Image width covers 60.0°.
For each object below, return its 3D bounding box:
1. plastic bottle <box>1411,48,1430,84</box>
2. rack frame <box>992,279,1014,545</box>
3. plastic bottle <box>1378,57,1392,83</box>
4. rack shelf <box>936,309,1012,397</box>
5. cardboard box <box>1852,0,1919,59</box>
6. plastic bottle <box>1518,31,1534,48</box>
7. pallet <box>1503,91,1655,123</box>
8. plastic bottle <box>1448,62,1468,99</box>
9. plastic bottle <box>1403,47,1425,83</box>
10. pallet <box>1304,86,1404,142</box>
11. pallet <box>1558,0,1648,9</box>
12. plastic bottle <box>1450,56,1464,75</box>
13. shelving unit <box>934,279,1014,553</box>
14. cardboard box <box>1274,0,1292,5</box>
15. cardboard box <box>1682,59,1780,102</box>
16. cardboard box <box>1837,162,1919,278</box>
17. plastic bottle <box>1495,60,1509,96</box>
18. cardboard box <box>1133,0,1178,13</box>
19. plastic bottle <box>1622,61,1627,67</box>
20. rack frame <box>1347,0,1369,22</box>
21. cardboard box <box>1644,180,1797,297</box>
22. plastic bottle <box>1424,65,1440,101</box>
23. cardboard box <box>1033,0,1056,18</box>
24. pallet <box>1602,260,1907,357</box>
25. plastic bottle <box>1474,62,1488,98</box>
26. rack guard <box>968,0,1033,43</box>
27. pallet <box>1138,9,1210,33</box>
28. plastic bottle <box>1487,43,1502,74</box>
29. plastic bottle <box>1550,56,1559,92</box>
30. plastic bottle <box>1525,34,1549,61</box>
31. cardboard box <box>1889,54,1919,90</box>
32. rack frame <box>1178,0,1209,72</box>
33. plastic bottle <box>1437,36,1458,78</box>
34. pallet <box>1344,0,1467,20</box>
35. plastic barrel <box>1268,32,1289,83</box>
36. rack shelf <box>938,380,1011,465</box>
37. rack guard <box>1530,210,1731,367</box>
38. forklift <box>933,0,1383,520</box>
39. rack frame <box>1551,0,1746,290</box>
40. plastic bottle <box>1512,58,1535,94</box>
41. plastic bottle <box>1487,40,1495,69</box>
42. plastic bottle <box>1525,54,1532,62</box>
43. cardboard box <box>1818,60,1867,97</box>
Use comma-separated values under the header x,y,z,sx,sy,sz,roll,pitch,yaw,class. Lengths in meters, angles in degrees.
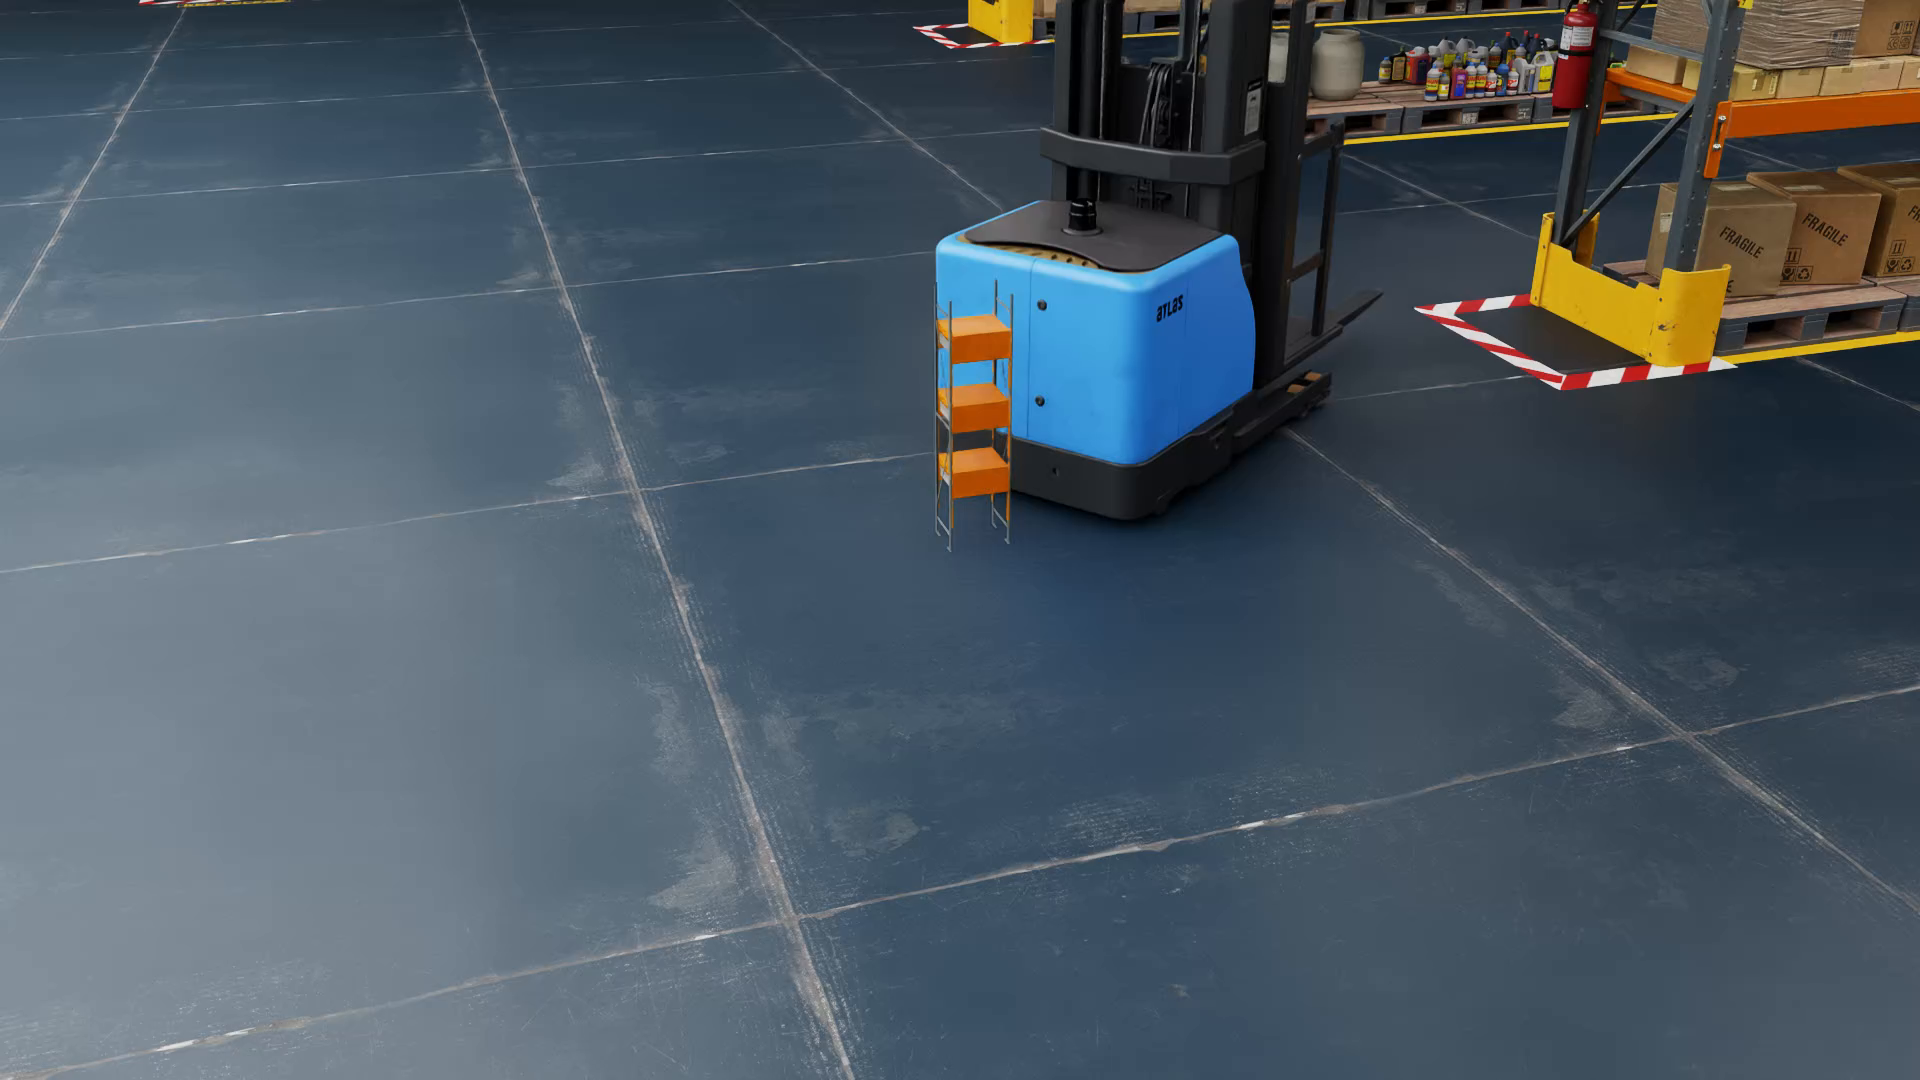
x,y,z,sx,sy,sz,roll,pitch,yaw,class
3.863,-3.974,13.941,0.133,0.283,0.061,-8,28,-16,plastic bottle
0.167,-0.494,6.565,0.008,1.050,0.200,-8,28,-16,rack frame
3.582,-3.959,14.003,0.097,0.201,0.097,0,26,0,plastic bottle
0.051,-0.722,6.410,0.240,0.259,0.215,-8,28,-16,rack shelf
4.475,-2.844,8.659,0.500,0.500,0.875,-8,28,-16,cardboard box
4.878,-4.203,14.326,0.185,0.351,0.144,-7,27,-15,plastic bottle
5.123,-3.804,14.175,1.213,0.211,1.003,-8,28,-16,pallet
4.012,-3.699,13.387,0.133,0.283,0.061,-8,27,-15,plastic bottle
3.830,-4.015,14.033,0.135,0.276,0.152,-8,28,-16,plastic bottle
2.803,-3.468,13.498,1.213,0.211,1.003,-8,28,-16,pallet
7.253,-6.427,19.459,1.213,0.211,1.003,-8,28,-16,pallet
4.197,-3.980,14.047,0.097,0.201,0.097,0,26,0,plastic bottle
0.051,-0.478,6.531,0.252,1.050,0.215,-8,28,-16,shelving unit
3.392,-5.958,17.998,0.500,0.250,0.500,-8,28,-16,cardboard box
3.850,-2.309,8.309,0.250,0.149,0.380,-8,28,-16,cardboard box
5.263,-1.805,9.351,0.500,0.500,0.500,-6,27,-11,cardboard box
4.405,-3.759,13.521,0.097,0.271,0.097,0,26,0,plastic bottle
1.969,-5.747,17.573,0.500,0.250,0.500,-8,28,-16,cardboard box
5.526,-3.890,13.864,0.097,0.201,0.097,0,26,0,plastic bottle
4.244,-7.223,17.925,0.127,3.000,1.000,-8,28,-16,rack frame
4.104,-1.630,8.999,0.500,0.500,0.500,-3,27,-7,cardboard box
3.792,-3.670,13.342,0.097,0.271,0.097,0,26,0,plastic bottle
1.020,-5.608,17.293,0.500,0.250,0.500,-8,28,-16,cardboard box
4.361,-1.341,9.214,1.213,0.211,1.003,-8,28,-16,pallet
4.213,-3.731,13.465,0.097,0.271,0.097,0,26,0,plastic bottle
0.418,-5.549,17.365,0.348,0.500,1.175,-8,28,-16,rack guard
2.313,-5.712,18.018,1.213,0.211,1.003,-8,28,-16,pallet
4.571,-4.105,14.219,0.097,0.271,0.097,0,26,0,plastic bottle
4.927,-3.831,13.654,0.133,0.283,0.061,-6,27,-13,plastic bottle
4.923,-4.142,14.203,0.185,0.351,0.144,-8,28,-16,plastic bottle
4.807,-2.438,8.569,0.250,0.149,0.380,-8,28,-16,cardboard box
1.971,-4.577,12.596,0.127,3.000,1.000,-8,28,-16,rack frame
4.118,-4.092,14.104,0.185,0.351,0.144,-7,27,-14,plastic bottle
4.933,-6.092,18.783,1.213,0.211,1.003,-8,28,-16,pallet
2.573,-3.774,13.303,0.421,0.512,0.421,0,26,0,plastic barrel
0.051,-0.468,6.536,0.240,0.259,0.215,-8,28,-16,rack shelf
3.577,-1.374,8.955,0.348,0.500,1.175,-8,28,-16,rack guard
1.141,-1.996,7.475,1.130,2.935,3.031,17,31,31,forklift
3.505,-2.483,8.378,0.127,3.000,1.000,-8,28,-16,rack frame
4.606,-3.803,13.605,0.135,0.276,0.152,-8,27,-15,plastic bottle
4.529,-4.141,14.278,0.133,0.283,0.061,-7,27,-14,plastic bottle
4.706,-3.866,13.725,0.133,0.283,0.061,-8,28,-16,plastic bottle
4.336,-2.363,8.419,0.250,0.149,0.380,-8,28,-16,cardboard box
